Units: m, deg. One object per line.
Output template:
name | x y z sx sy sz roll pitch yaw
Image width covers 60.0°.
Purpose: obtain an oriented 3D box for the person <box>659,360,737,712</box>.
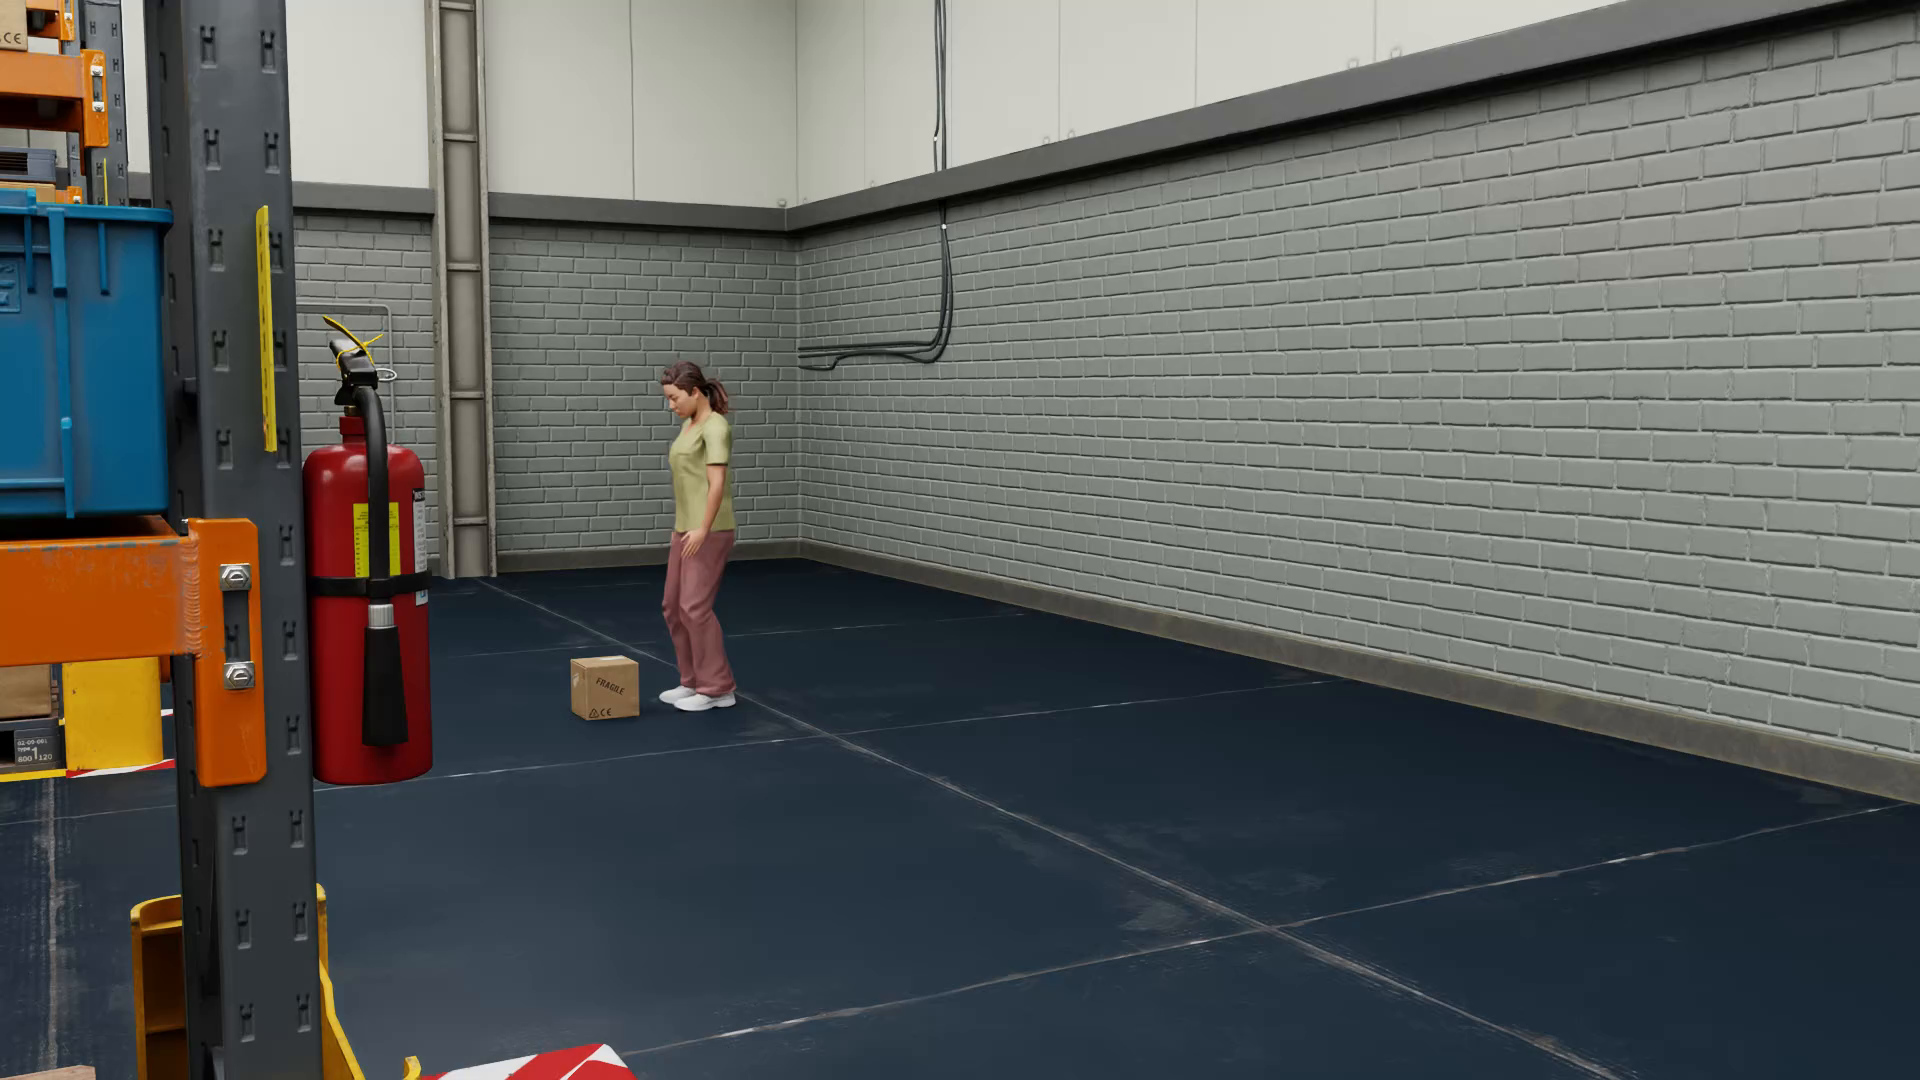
person | -1.239 -0.023 7.904 0.347 1.652 0.460 -3 6 -27
